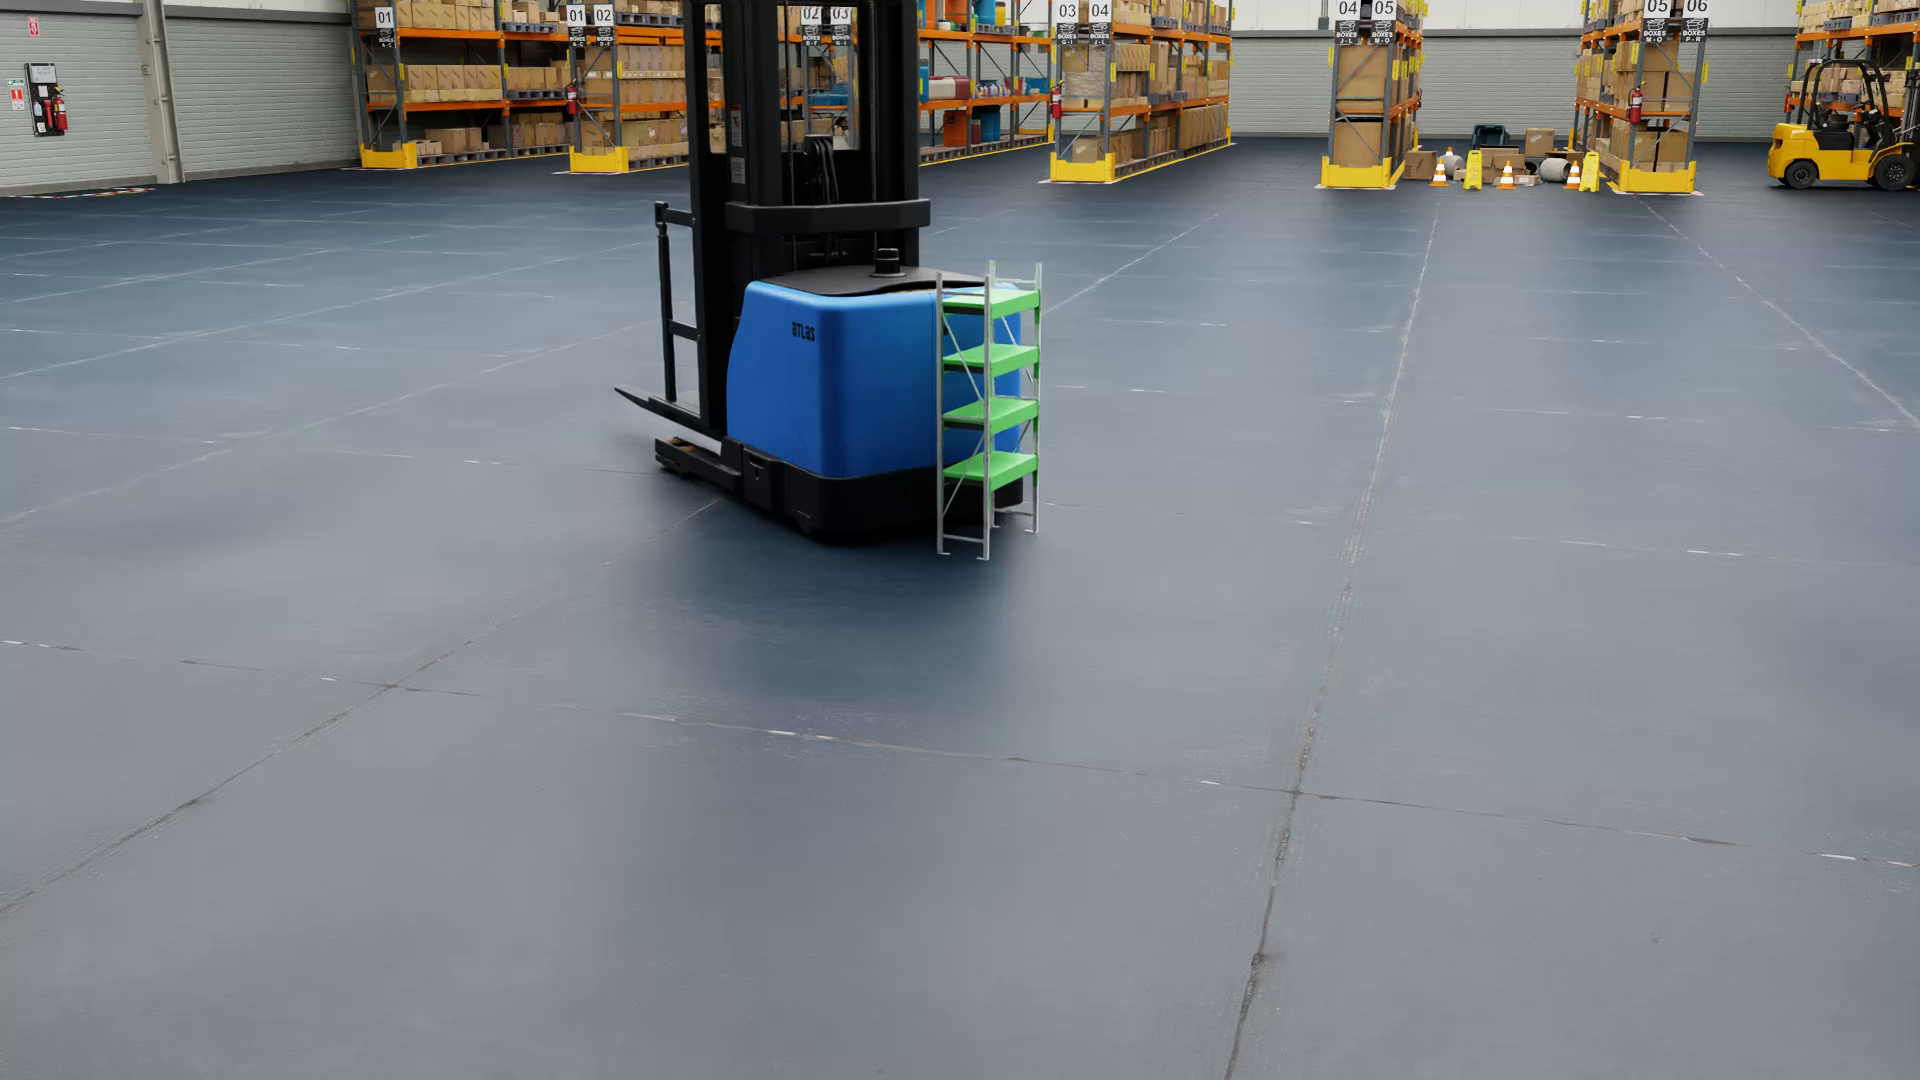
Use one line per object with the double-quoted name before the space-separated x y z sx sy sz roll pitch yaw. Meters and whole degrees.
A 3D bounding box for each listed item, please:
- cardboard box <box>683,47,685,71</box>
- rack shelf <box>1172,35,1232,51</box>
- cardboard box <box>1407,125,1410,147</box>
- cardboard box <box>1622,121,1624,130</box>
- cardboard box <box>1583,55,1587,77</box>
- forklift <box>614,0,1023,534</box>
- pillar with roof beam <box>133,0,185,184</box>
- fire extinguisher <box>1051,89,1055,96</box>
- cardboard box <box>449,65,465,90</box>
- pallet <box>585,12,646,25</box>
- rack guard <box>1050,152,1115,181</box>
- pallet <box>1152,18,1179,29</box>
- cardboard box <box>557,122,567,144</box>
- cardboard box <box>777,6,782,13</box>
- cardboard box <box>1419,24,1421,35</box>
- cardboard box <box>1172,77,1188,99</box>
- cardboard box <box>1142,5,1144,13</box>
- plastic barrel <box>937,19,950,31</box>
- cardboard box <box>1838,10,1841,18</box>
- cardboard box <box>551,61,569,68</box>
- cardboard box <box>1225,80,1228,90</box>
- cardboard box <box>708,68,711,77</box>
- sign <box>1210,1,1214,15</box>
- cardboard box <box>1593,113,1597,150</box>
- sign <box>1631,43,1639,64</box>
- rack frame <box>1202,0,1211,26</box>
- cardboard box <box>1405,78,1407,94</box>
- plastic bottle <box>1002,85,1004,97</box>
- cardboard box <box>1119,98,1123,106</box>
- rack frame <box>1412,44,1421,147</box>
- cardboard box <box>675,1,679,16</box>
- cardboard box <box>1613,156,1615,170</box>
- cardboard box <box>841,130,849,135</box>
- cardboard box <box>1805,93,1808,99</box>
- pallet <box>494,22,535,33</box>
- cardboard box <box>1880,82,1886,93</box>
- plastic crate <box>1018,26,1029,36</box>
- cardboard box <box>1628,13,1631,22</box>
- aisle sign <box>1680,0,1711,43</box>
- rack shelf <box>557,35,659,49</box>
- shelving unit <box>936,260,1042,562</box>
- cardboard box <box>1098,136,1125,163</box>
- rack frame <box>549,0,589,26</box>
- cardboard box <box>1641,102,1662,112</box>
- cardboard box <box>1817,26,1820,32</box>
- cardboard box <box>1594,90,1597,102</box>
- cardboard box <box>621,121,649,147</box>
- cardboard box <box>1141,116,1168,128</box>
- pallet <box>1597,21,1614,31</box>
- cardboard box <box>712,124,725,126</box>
"cardboard box" -6.233 -10.471 36.188 0.700 0.500 0.500 5 17 16
"rack shelf" 6.226 -12.859 42.990 1.077 0.370 4.000 5 16 16
"cardboard box" 10.415 -9.614 39.540 0.500 0.500 0.500 4 16 15
"cardboard box" 11.841 -7.280 29.204 0.380 0.149 0.250 5 17 17
"cardboard box" 15.316 -11.411 40.046 0.500 0.500 0.500 5 17 17
"forklift" -0.919 -1.786 8.254 1.130 2.935 3.031 -10 19 -31
"pillar with roof beam" -10.208 -10.485 27.803 9.100 9.000 0.400 5 16 16
"fire extinguisher" 2.524 -12.457 46.577 0.296 0.674 0.183 5 16 16
"cardboard box" -11.138 -10.051 36.132 0.500 0.500 0.500 5 17 18
"pallet" -7.024 -10.452 33.348 1.003 0.211 1.213 5 16 16
"rack guard" 2.269 -6.917 30.799 1.175 0.500 0.348 5 16 16
"pallet" 3.953 -10.924 35.192 1.213 0.211 1.003 5 16 16
"cardboard box" -10.139 -10.036 40.989 0.700 0.500 0.500 5 16 16
"cardboard box" -4.701 -13.181 40.791 0.500 0.500 0.500 5 16 16
"cardboard box" 11.069 -12.566 40.913 0.500 0.250 0.500 5 17 18
"cardboard box" 4.920 -10.347 38.127 0.500 0.500 0.500 5 17 18
"cardboard box" 3.417 -10.466 32.779 0.380 0.149 0.250 4 16 13
"plastic barrel" -0.366 -11.602 37.494 0.301 0.262 0.301 0 16 0
"cardboard box" 19.165 -11.344 35.838 0.380 0.149 0.250 4 16 15
"cardboard box" -9.873 -11.739 41.040 0.380 0.149 0.250 2 16 7
"cardboard box" 6.911 -12.209 44.606 0.500 0.250 0.500 4 16 15
"cardboard box" -7.785 -13.257 48.021 0.980 0.700 0.700 4 16 15
"sign" 6.180 -13.043 40.794 0.100 0.325 0.005 5 16 16
"cardboard box" 14.810 -9.245 37.551 0.875 0.875 0.875 5 17 17
"sign" 11.222 -8.088 27.648 0.100 0.325 0.005 5 16 16
"rack frame" 5.657 -14.125 40.638 1.000 3.000 0.127 5 16 16
"cardboard box" 9.092 -9.430 34.894 0.500 0.500 0.500 4 16 15
"plastic bottle" 1.085 -11.375 42.149 0.061 0.283 0.133 5 16 16
"cardboard box" 2.906 -8.362 31.775 0.380 0.149 0.250 5 16 16
"rack frame" 11.521 -11.874 43.697 1.000 3.000 0.127 5 16 16
"cardboard box" -7.978 -14.673 46.014 0.500 0.500 0.500 4 16 15
"cardboard box" 12.170 -6.844 30.230 0.500 0.250 0.500 4 16 15
"cardboard box" -3.277 -11.177 45.624 0.380 0.166 0.250 5 16 16
"cardboard box" 20.230 -10.544 39.466 0.380 0.149 0.250 5 17 17
"pallet" -10.586 -11.804 38.297 1.213 0.211 1.003 5 16 16
"cardboard box" 17.991 -8.709 31.896 0.500 0.250 0.500 5 17 17
"plastic crate" 1.524 -13.307 43.490 0.497 0.269 0.590 5 16 16
"cardboard box" 12.111 -9.307 29.608 0.380 0.149 0.250 4 16 15
"aisle sign" 12.028 -8.541 27.182 0.394 0.787 0.004 5 16 16
"rack shelf" -9.158 -12.965 43.363 1.077 0.370 4.000 5 16 16
"shelving unit" 0.126 -0.562 7.113 0.258 1.200 0.503 8 18 26
"cardboard box" 2.975 -7.725 32.879 0.500 0.500 0.500 3 16 11
"rack frame" -9.727 -14.231 41.011 1.000 3.000 0.127 5 16 16
"cardboard box" 11.650 -7.325 28.116 0.380 0.149 0.250 5 17 18
"cardboard box" 20.139 -11.857 38.599 0.380 0.149 0.250 5 17 16
"cardboard box" 14.047 -9.639 36.091 0.500 0.250 0.500 5 17 17
"cardboard box" -6.744 -8.363 34.211 0.500 0.500 0.500 5 16 16
"cardboard box" 4.359 -9.385 37.320 0.500 0.250 0.500 5 17 18
"pallet" 14.469 -11.242 36.315 1.003 0.211 1.213 5 17 18
"cardboard box" -5.463 -9.419 38.282 0.500 0.311 0.500 4 16 14
